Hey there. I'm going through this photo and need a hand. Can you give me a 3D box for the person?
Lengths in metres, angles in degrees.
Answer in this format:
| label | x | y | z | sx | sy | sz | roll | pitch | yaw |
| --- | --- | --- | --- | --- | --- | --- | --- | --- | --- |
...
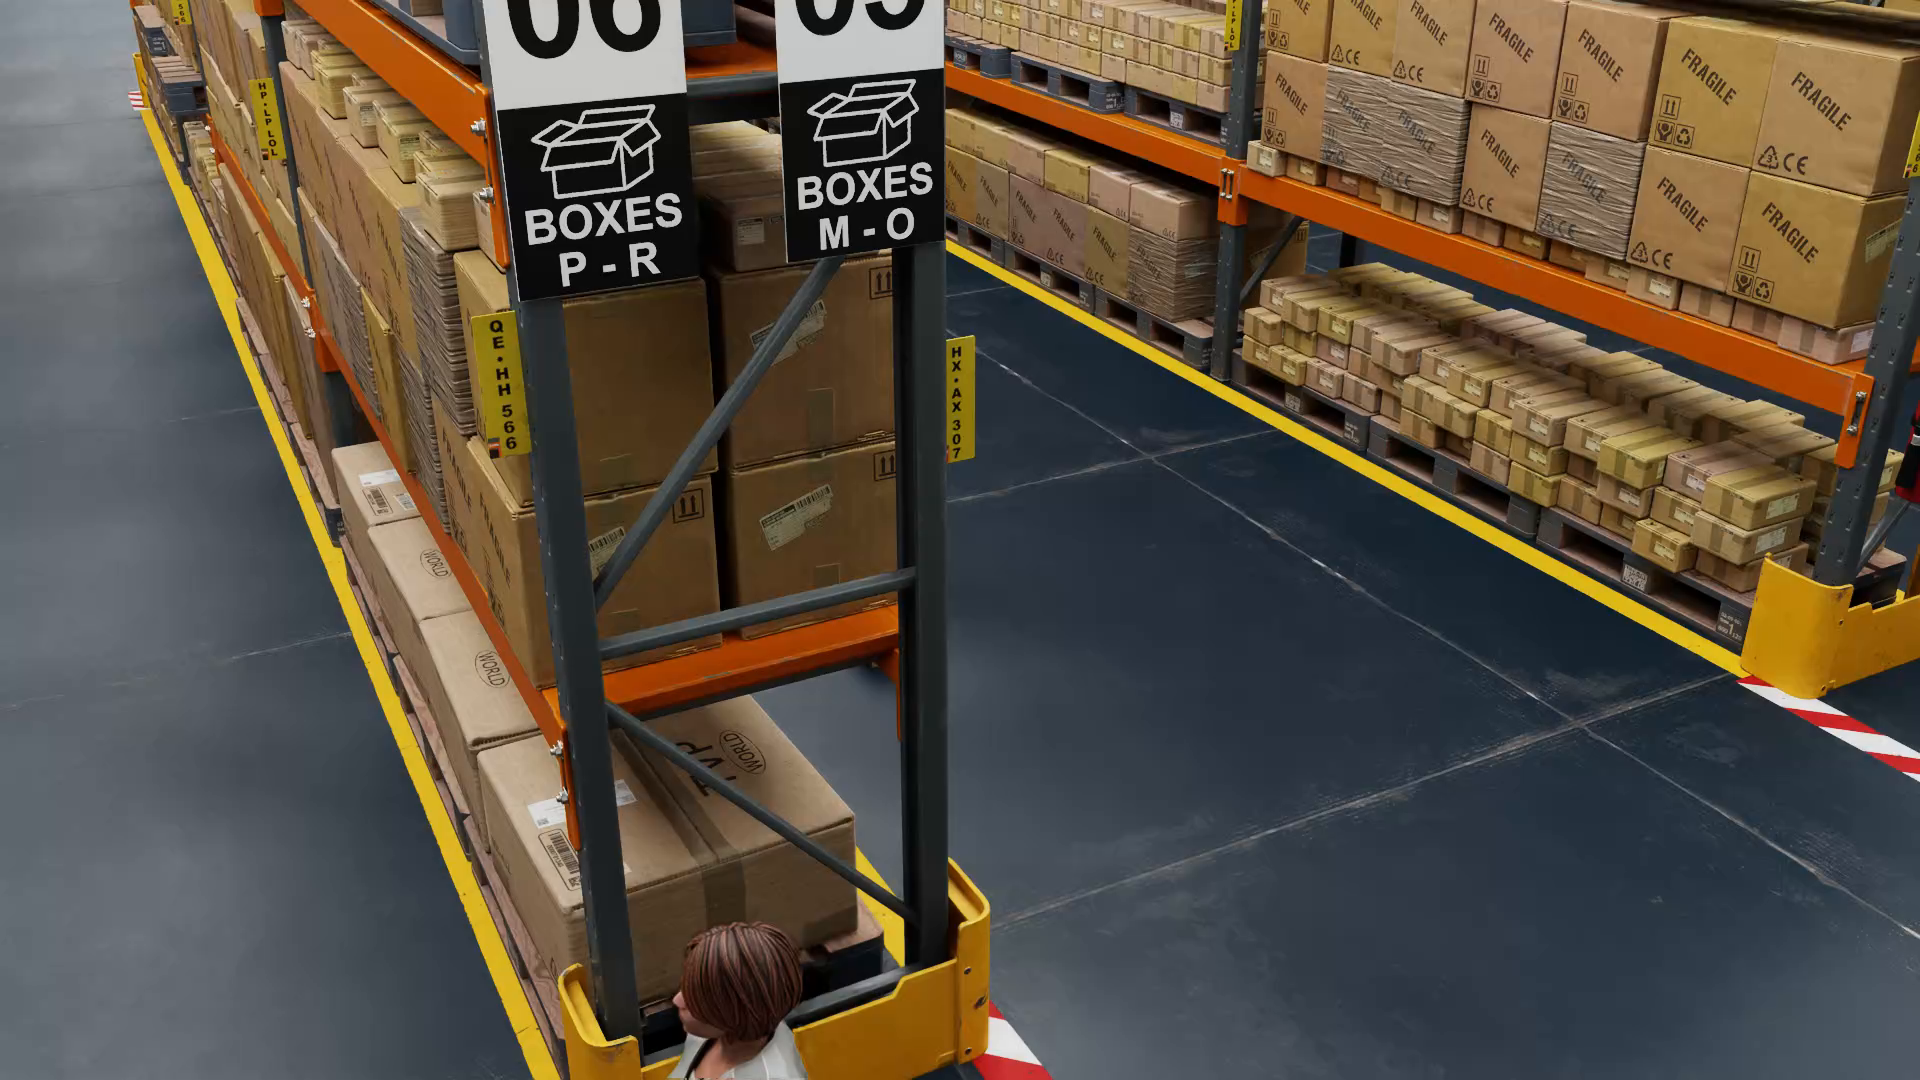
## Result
| label | x | y | z | sx | sy | sz | roll | pitch | yaw |
| --- | --- | --- | --- | --- | --- | --- | --- | --- | --- |
| person | -0.393 | 1.395 | 3.251 | 0.907 | 1.531 | 0.418 | -12 | 28 | -23 |
